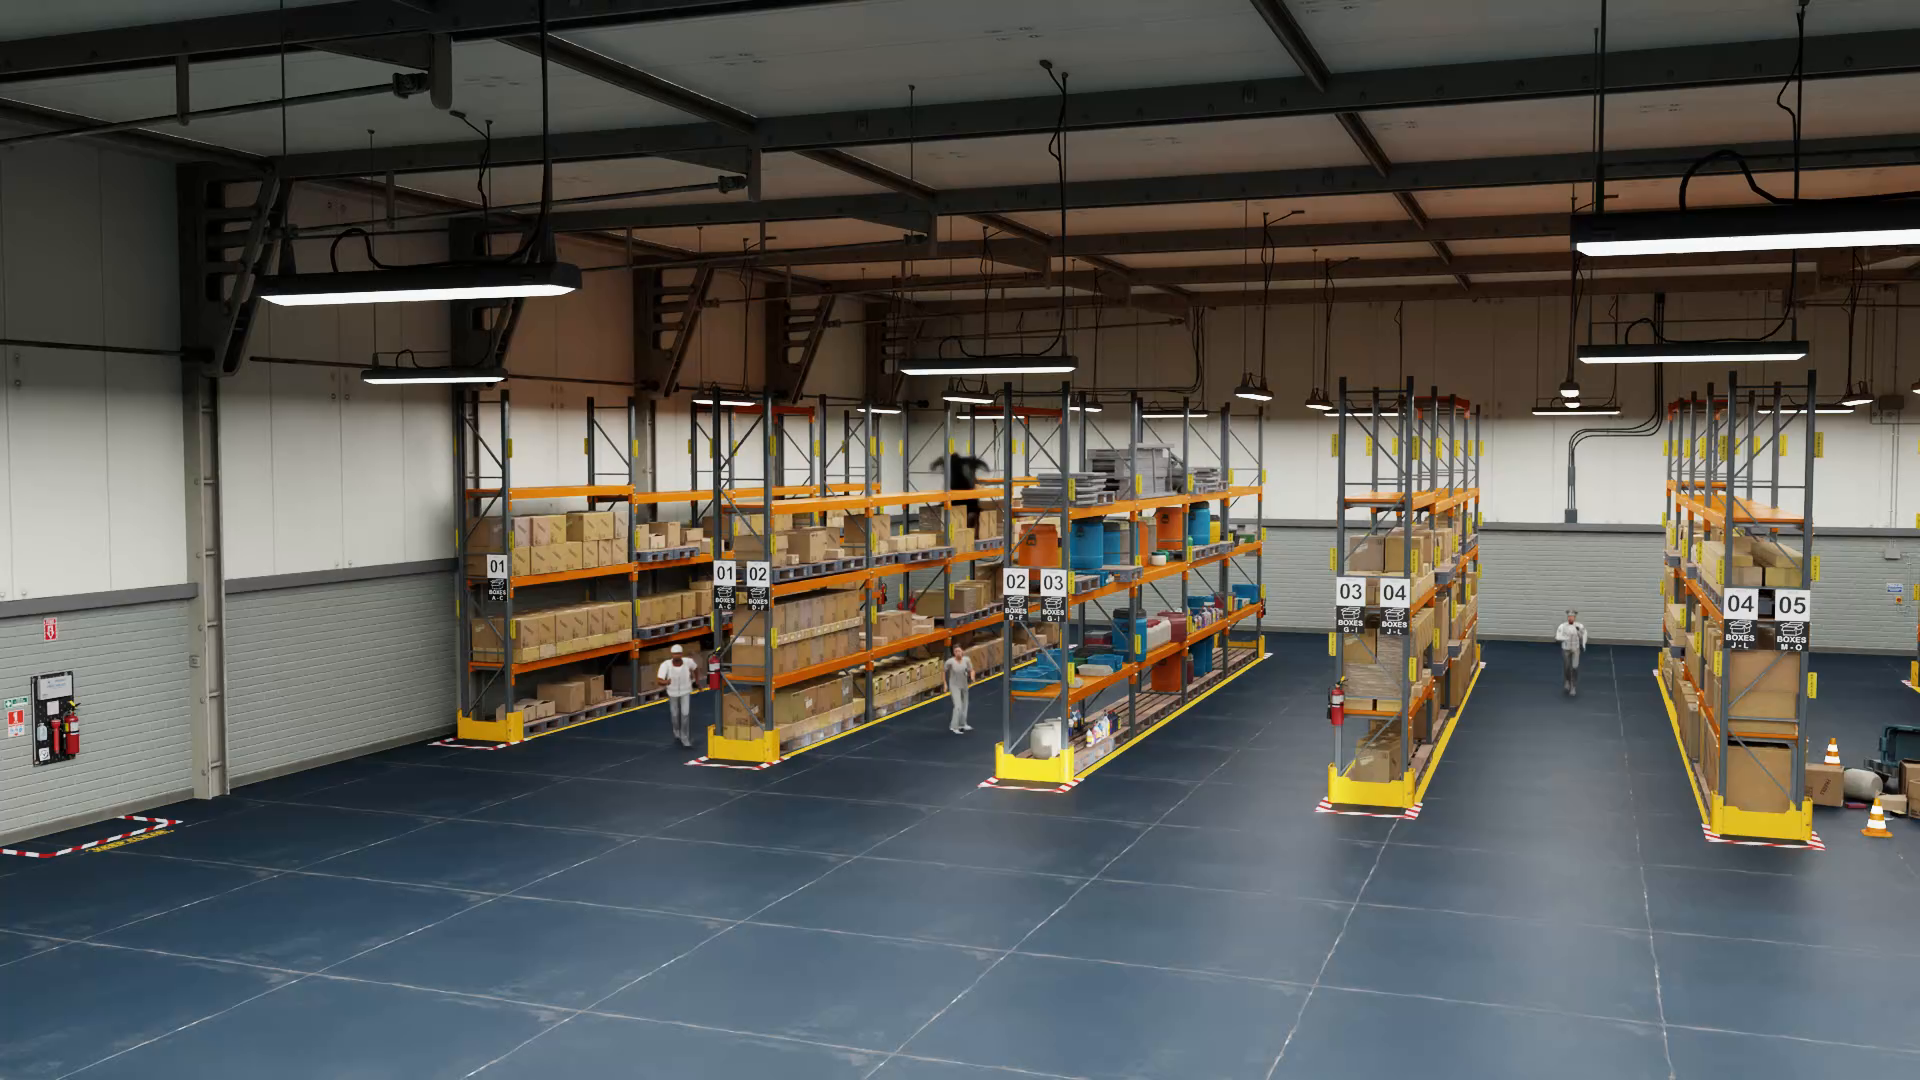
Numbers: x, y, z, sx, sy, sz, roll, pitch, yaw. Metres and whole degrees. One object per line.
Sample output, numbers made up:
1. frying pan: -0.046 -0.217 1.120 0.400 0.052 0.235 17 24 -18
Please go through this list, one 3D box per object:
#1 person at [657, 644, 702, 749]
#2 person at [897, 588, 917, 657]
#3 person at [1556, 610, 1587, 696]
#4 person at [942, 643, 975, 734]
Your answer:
1. person: -4.717 2.601 27.988 0.720 1.734 0.991 0 3 -6
2. person: -1.168 2.017 38.812 0.622 1.790 0.854 1 3 24
3. person: 12.494 2.278 33.995 0.603 1.740 0.844 1 3 20
4. person: 0.007 2.621 29.310 0.595 1.625 0.790 -2 4 -30
